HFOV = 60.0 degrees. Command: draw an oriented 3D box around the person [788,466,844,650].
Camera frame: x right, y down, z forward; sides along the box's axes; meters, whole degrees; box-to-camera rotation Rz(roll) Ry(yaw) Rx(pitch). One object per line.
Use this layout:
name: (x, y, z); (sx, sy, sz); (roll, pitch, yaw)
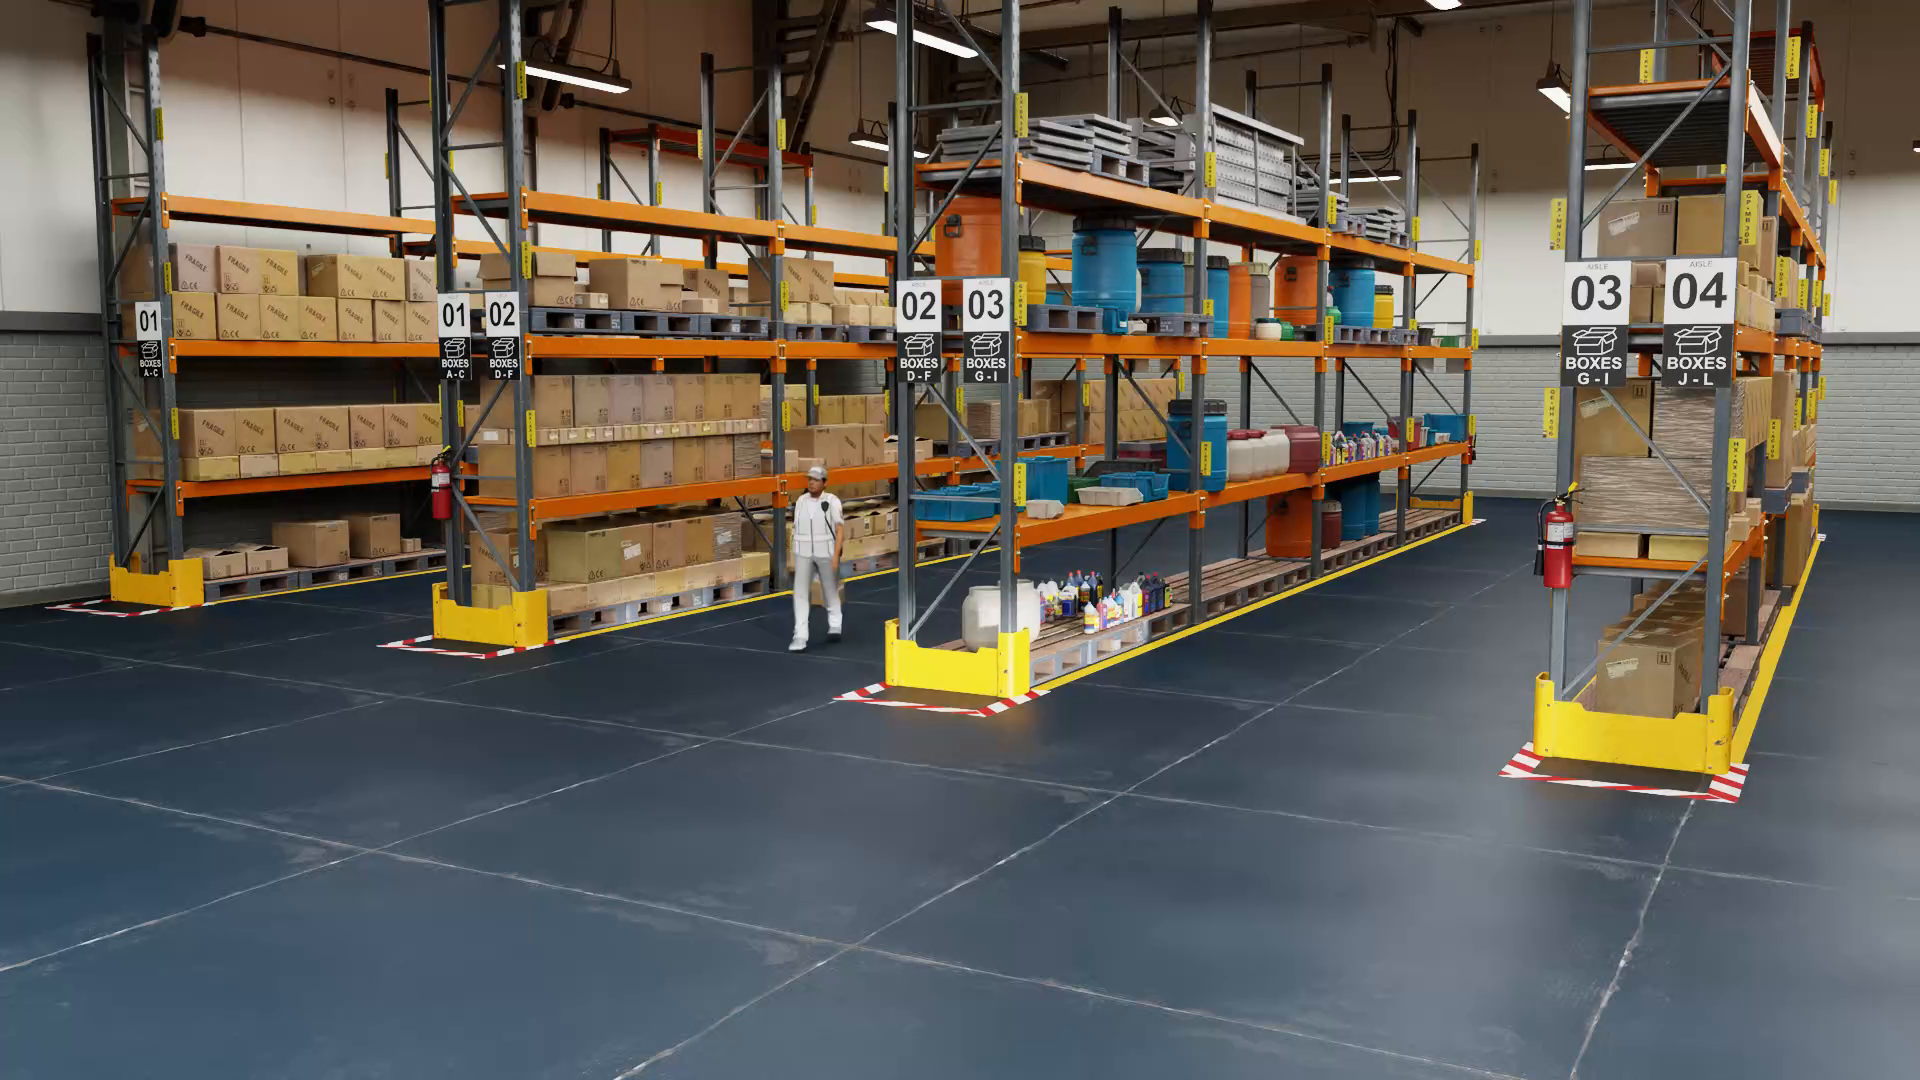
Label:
person: (-1.277, 0.143, 14.984); (0.478, 1.610, 0.999); (1, 6, 6)
